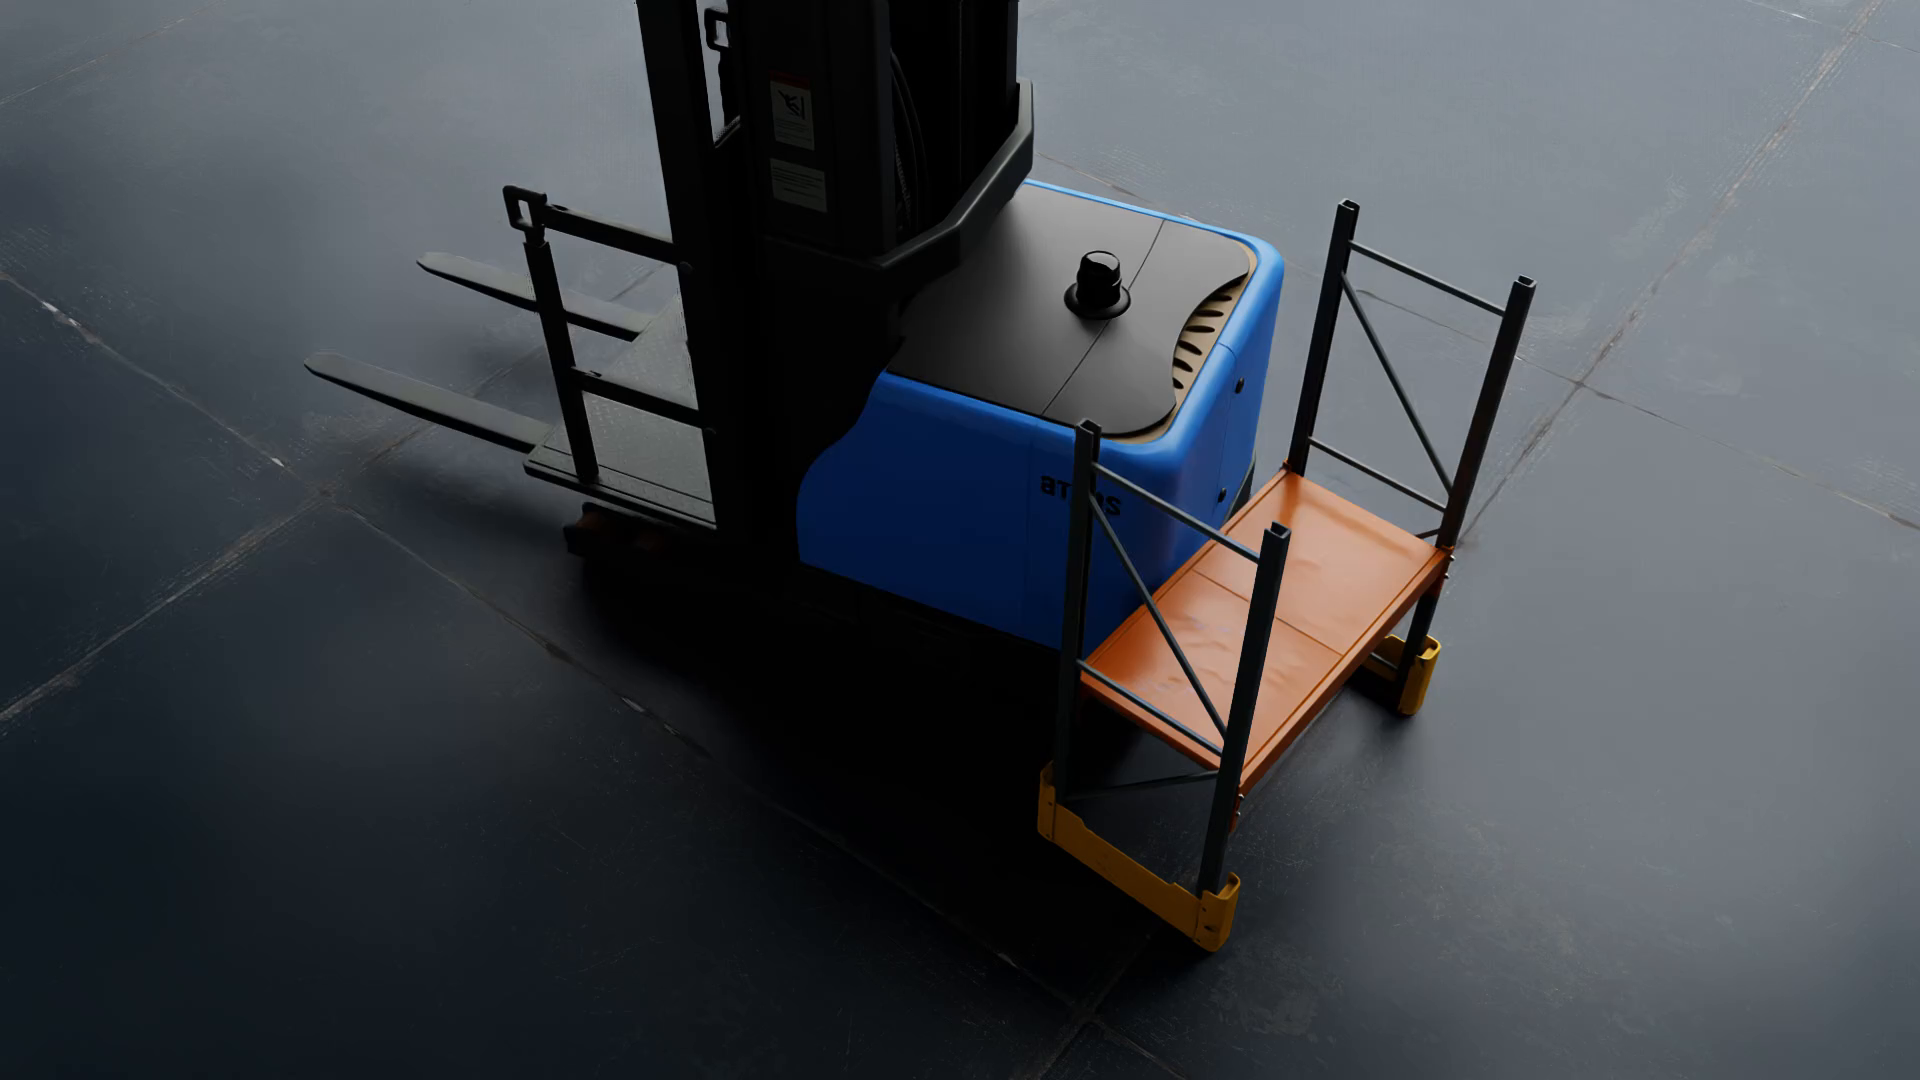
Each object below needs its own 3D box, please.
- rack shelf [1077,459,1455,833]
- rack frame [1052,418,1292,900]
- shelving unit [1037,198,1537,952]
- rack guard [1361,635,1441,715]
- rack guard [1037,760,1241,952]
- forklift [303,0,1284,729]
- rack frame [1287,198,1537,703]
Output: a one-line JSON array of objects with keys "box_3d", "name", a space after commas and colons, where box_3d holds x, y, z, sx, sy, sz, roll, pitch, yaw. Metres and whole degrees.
[{"box_3d": [0.766, 0.235, 4.237, 0.538, 0.185, 1.000, 32, 54, 27], "name": "rack shelf"}, {"box_3d": [0.438, 0.391, 3.839, 0.500, 1.500, 0.032, 32, 54, 27], "name": "rack frame"}, {"box_3d": [0.772, 0.106, 4.112, 0.587, 1.500, 1.083, 32, 54, 27], "name": "shelving unit"}, {"box_3d": [1.095, 0.263, 4.826, 0.587, 0.250, 0.087, 32, 54, 27], "name": "rack guard"}, {"box_3d": [0.450, 0.812, 4.302, 0.587, 0.250, 0.087, 32, 54, 27], "name": "rack guard"}, {"box_3d": [-0.659, -1.207, 4.376, 3.031, 2.935, 1.130, 18, 49, 17], "name": "forklift"}, {"box_3d": [1.095, -0.170, 4.375, 0.500, 1.500, 0.032, 32, 54, 27], "name": "rack frame"}]
